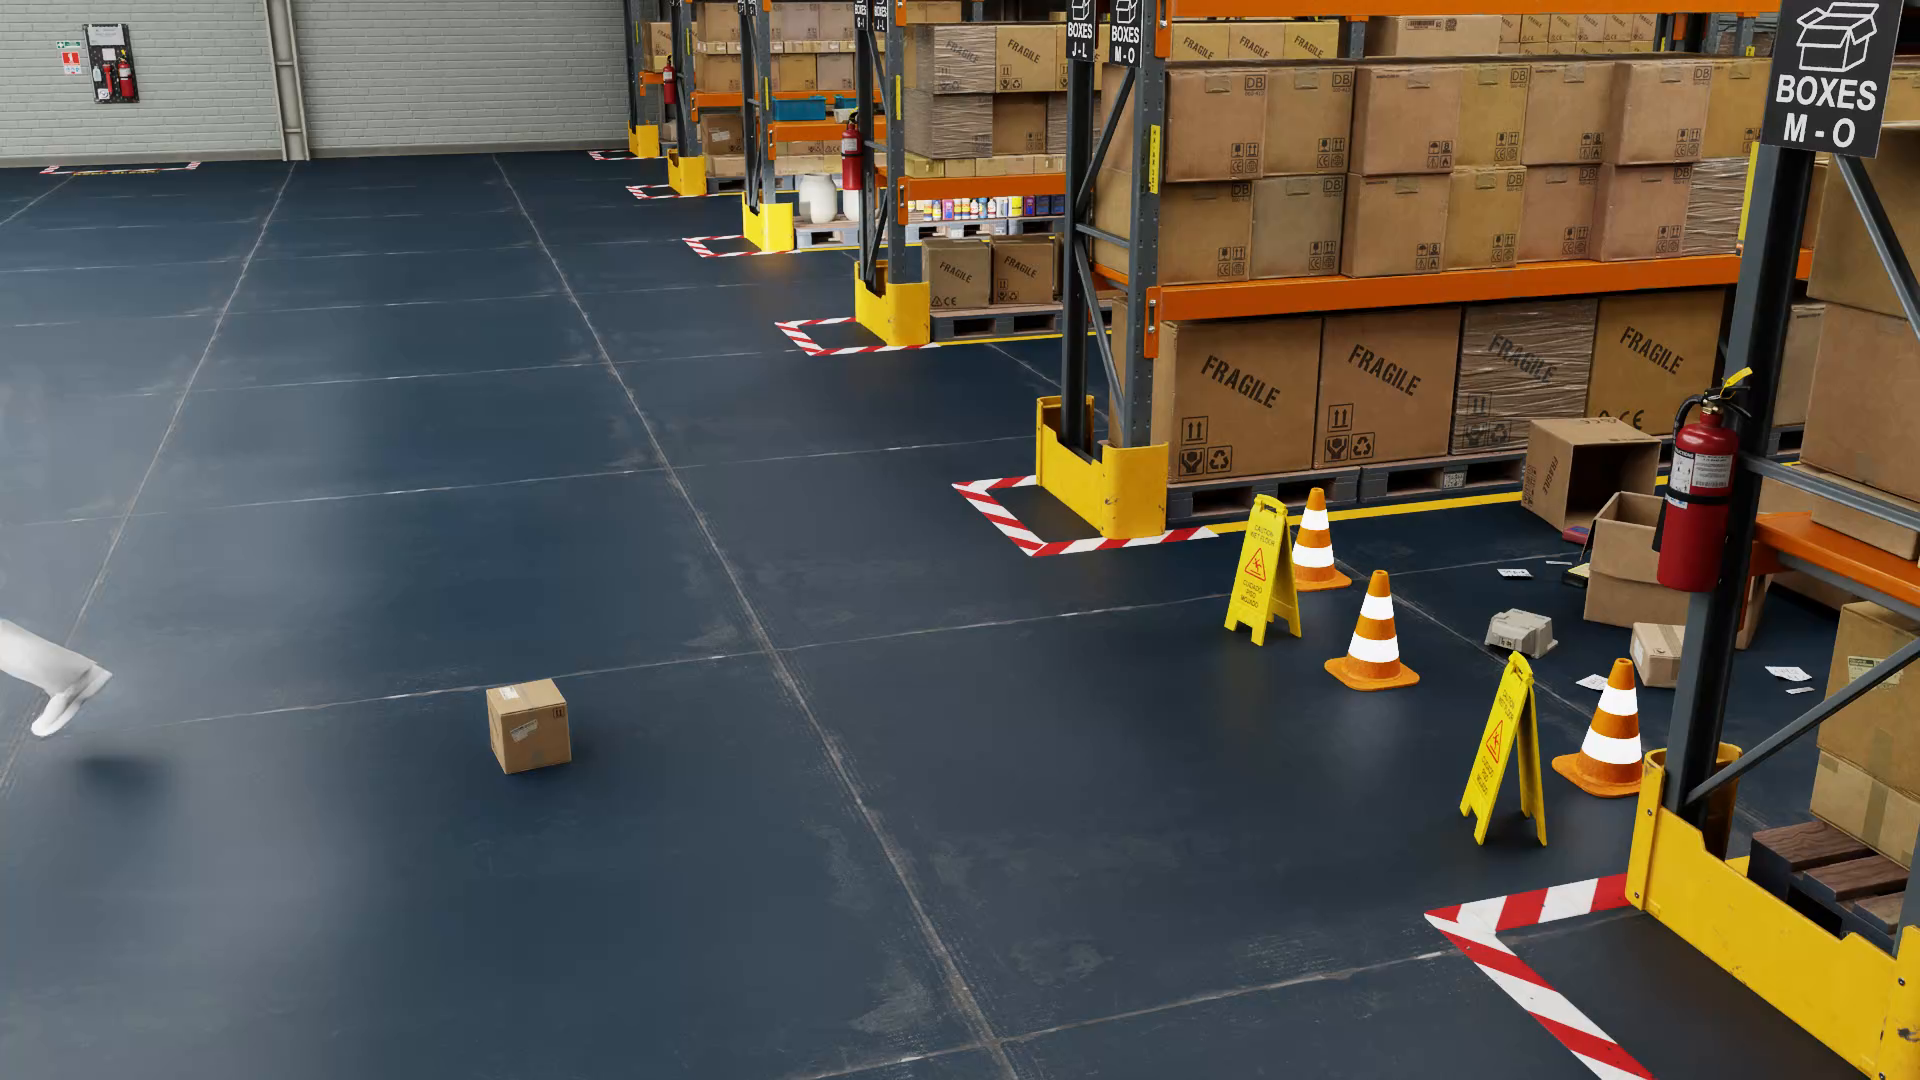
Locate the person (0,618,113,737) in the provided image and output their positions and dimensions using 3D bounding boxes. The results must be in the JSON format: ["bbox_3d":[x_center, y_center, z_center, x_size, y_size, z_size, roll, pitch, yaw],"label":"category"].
[{"bbox_3d":[-3.738,-0.001,6.072,0.985,1.746,0.612,-3,19,-9],"label":"person"}]
